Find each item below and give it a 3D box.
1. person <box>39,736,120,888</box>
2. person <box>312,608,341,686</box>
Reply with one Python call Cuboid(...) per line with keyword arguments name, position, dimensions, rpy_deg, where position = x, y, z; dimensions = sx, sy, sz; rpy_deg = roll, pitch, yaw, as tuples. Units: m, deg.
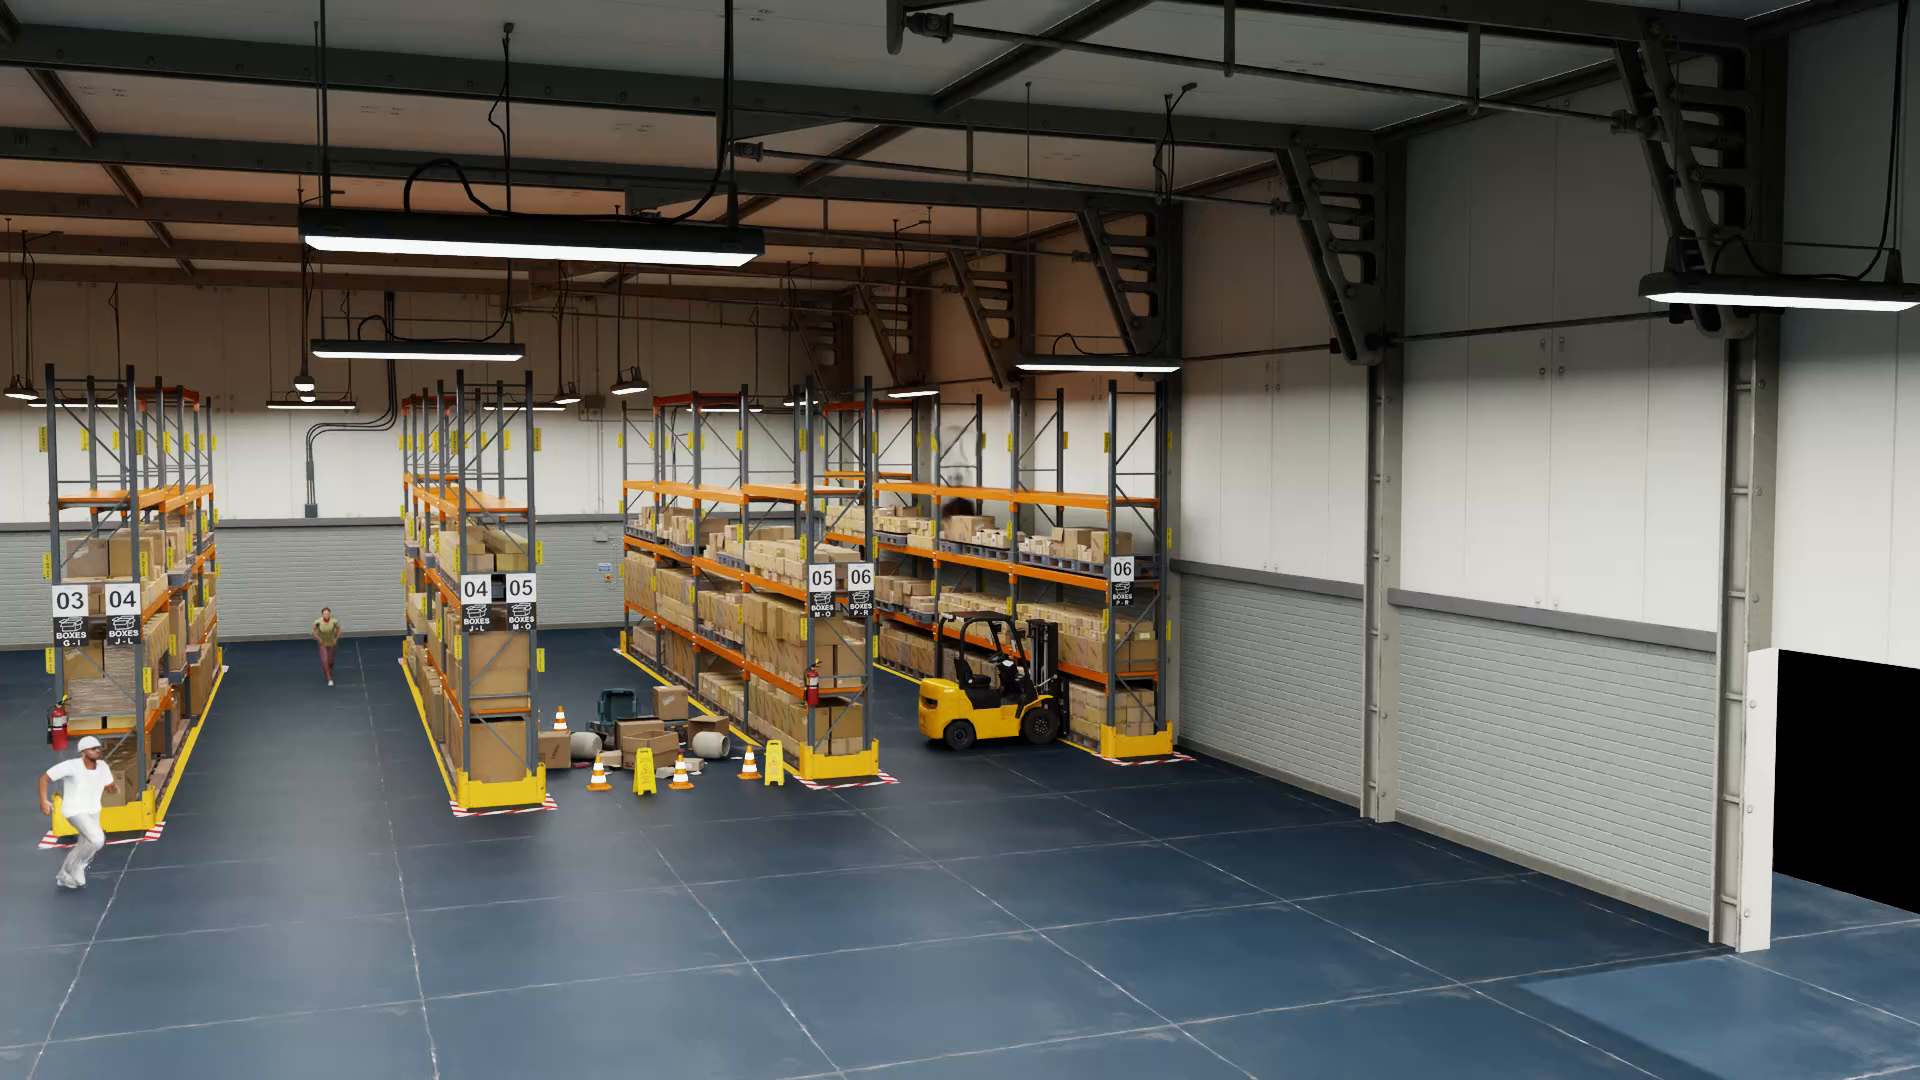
Cuboid(name="person", position=(-9.751, 3.041, 18.524), dimensions=(0.752, 1.707, 0.744), rpy_deg=(1, 4, 18))
Cuboid(name="person", position=(-13.183, 2.189, 34.613), dimensions=(0.555, 1.617, 0.787), rpy_deg=(-1, 4, -19))
